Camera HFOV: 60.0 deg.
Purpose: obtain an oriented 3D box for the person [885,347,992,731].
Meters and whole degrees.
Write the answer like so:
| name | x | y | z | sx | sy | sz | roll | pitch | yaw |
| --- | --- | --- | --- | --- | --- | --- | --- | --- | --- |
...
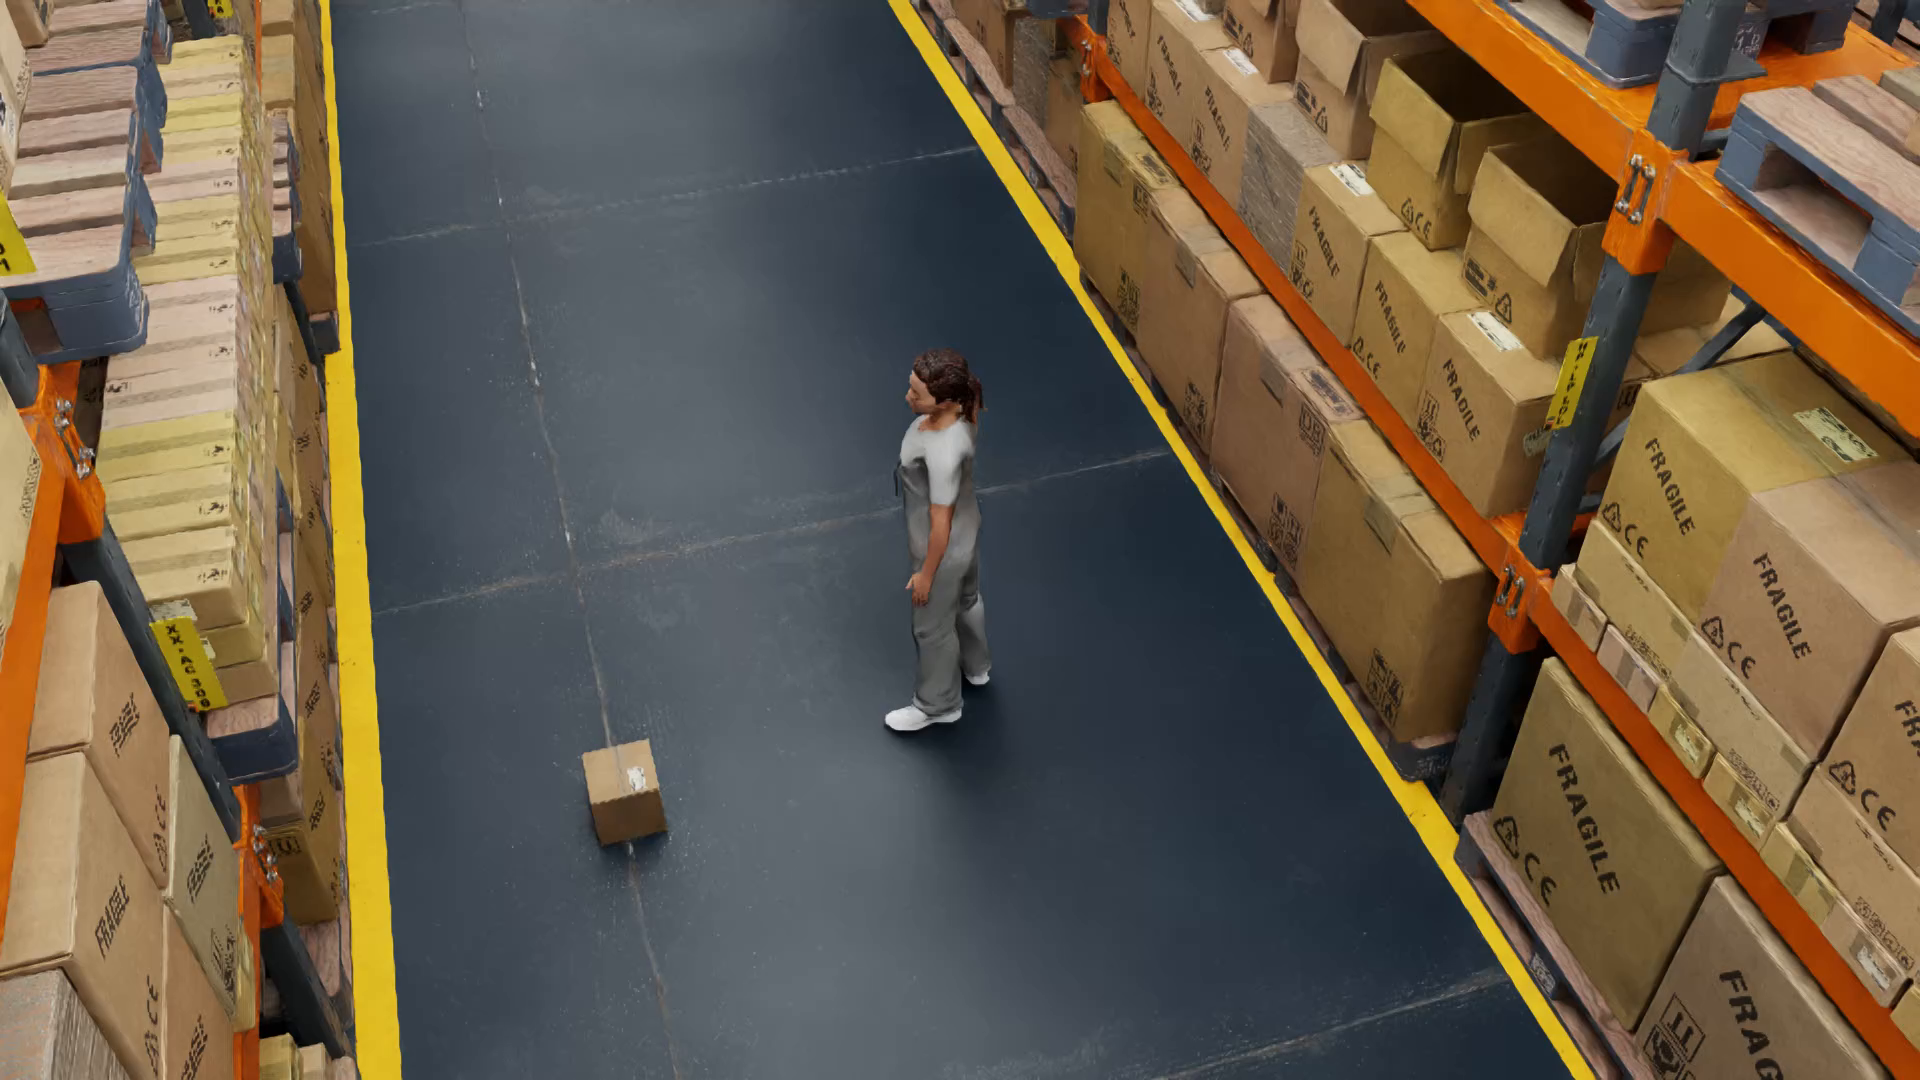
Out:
| name | x | y | z | sx | sy | sz | roll | pitch | yaw |
| --- | --- | --- | --- | --- | --- | --- | --- | --- | --- |
| person | -0.075 | -0.012 | 6.138 | 0.380 | 1.676 | 0.564 | 6 | 43 | 7 |
